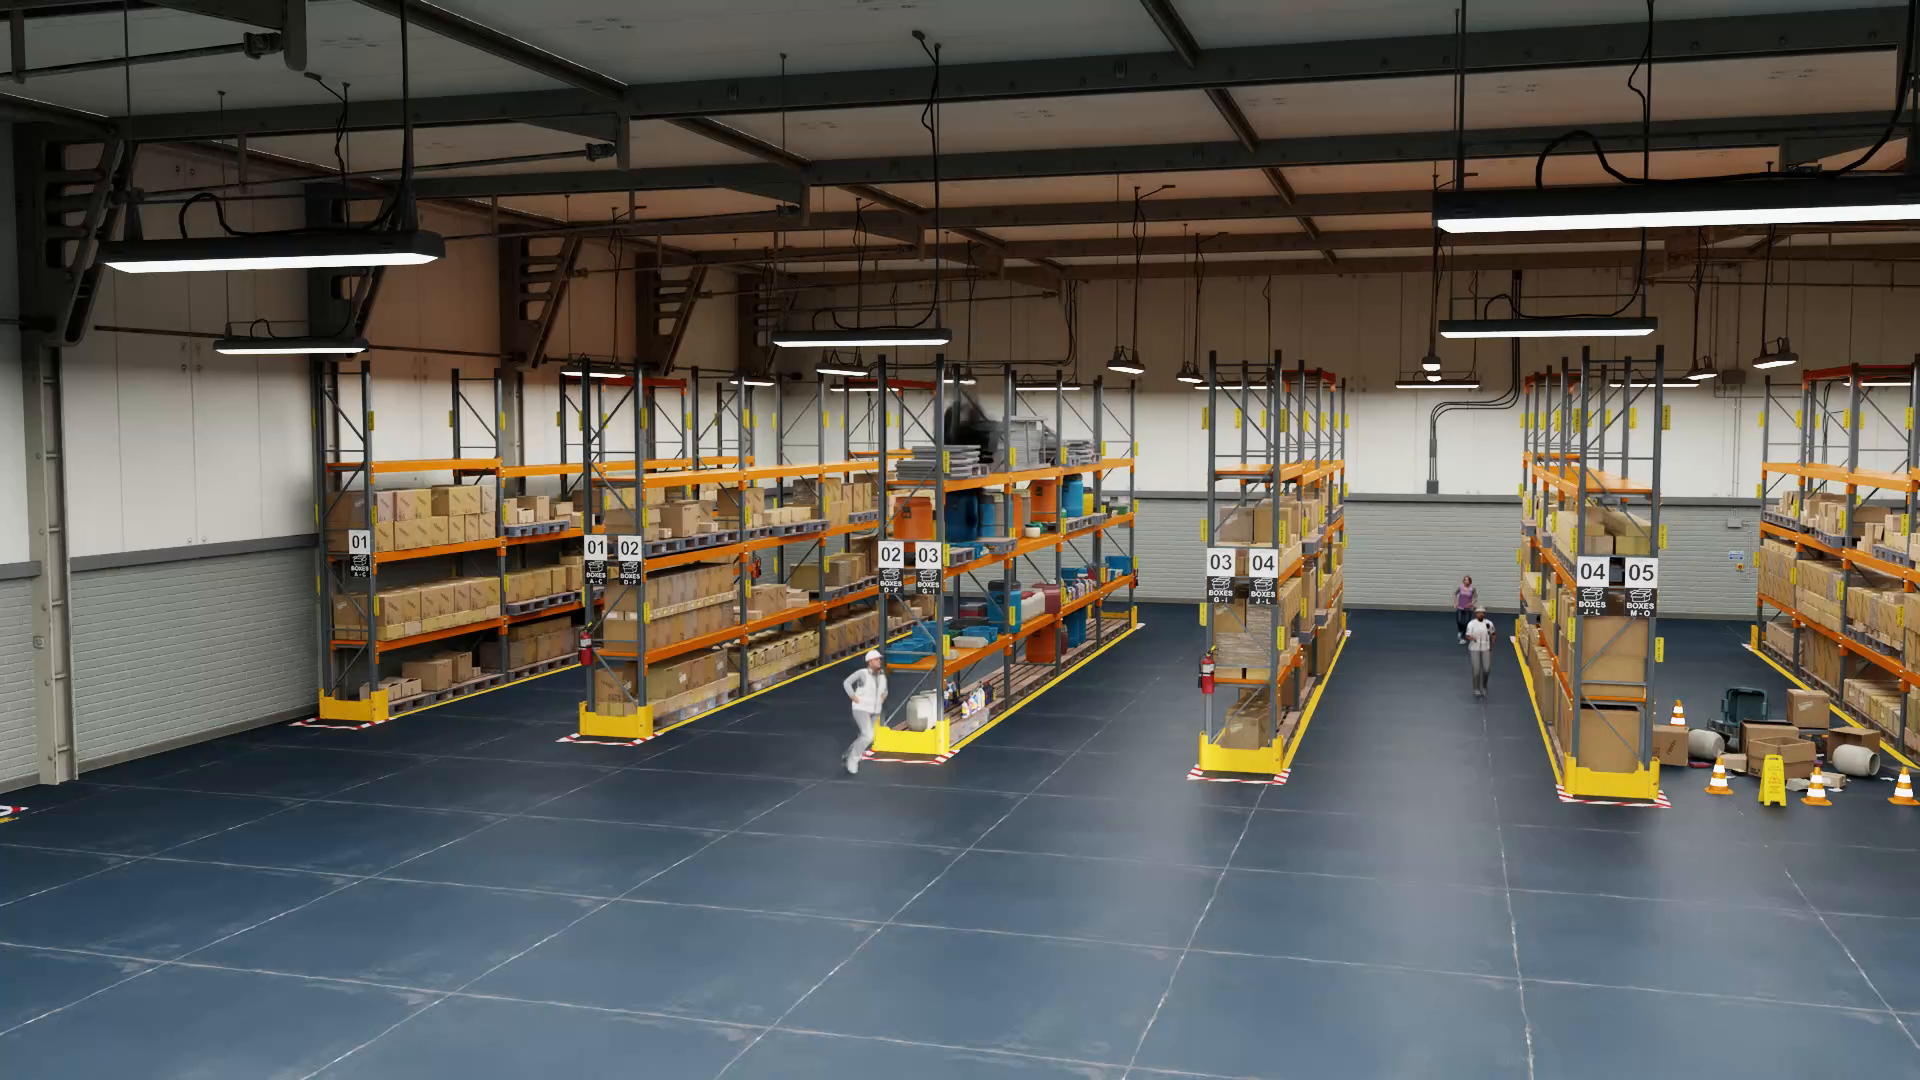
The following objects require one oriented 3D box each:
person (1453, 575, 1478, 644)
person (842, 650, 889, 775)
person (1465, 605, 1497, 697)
[{"bbox_3d":[11.325,1.562,37.308,0.559,1.554,0.491,2,4,23],"label":"person"},{"bbox_3d":[-1.333,2.441,23.745,0.706,1.746,0.664,-4,6,-44],"label":"person"},{"bbox_3d":[9.437,2.016,30.108,0.560,1.680,0.605,1,4,13],"label":"person"}]
